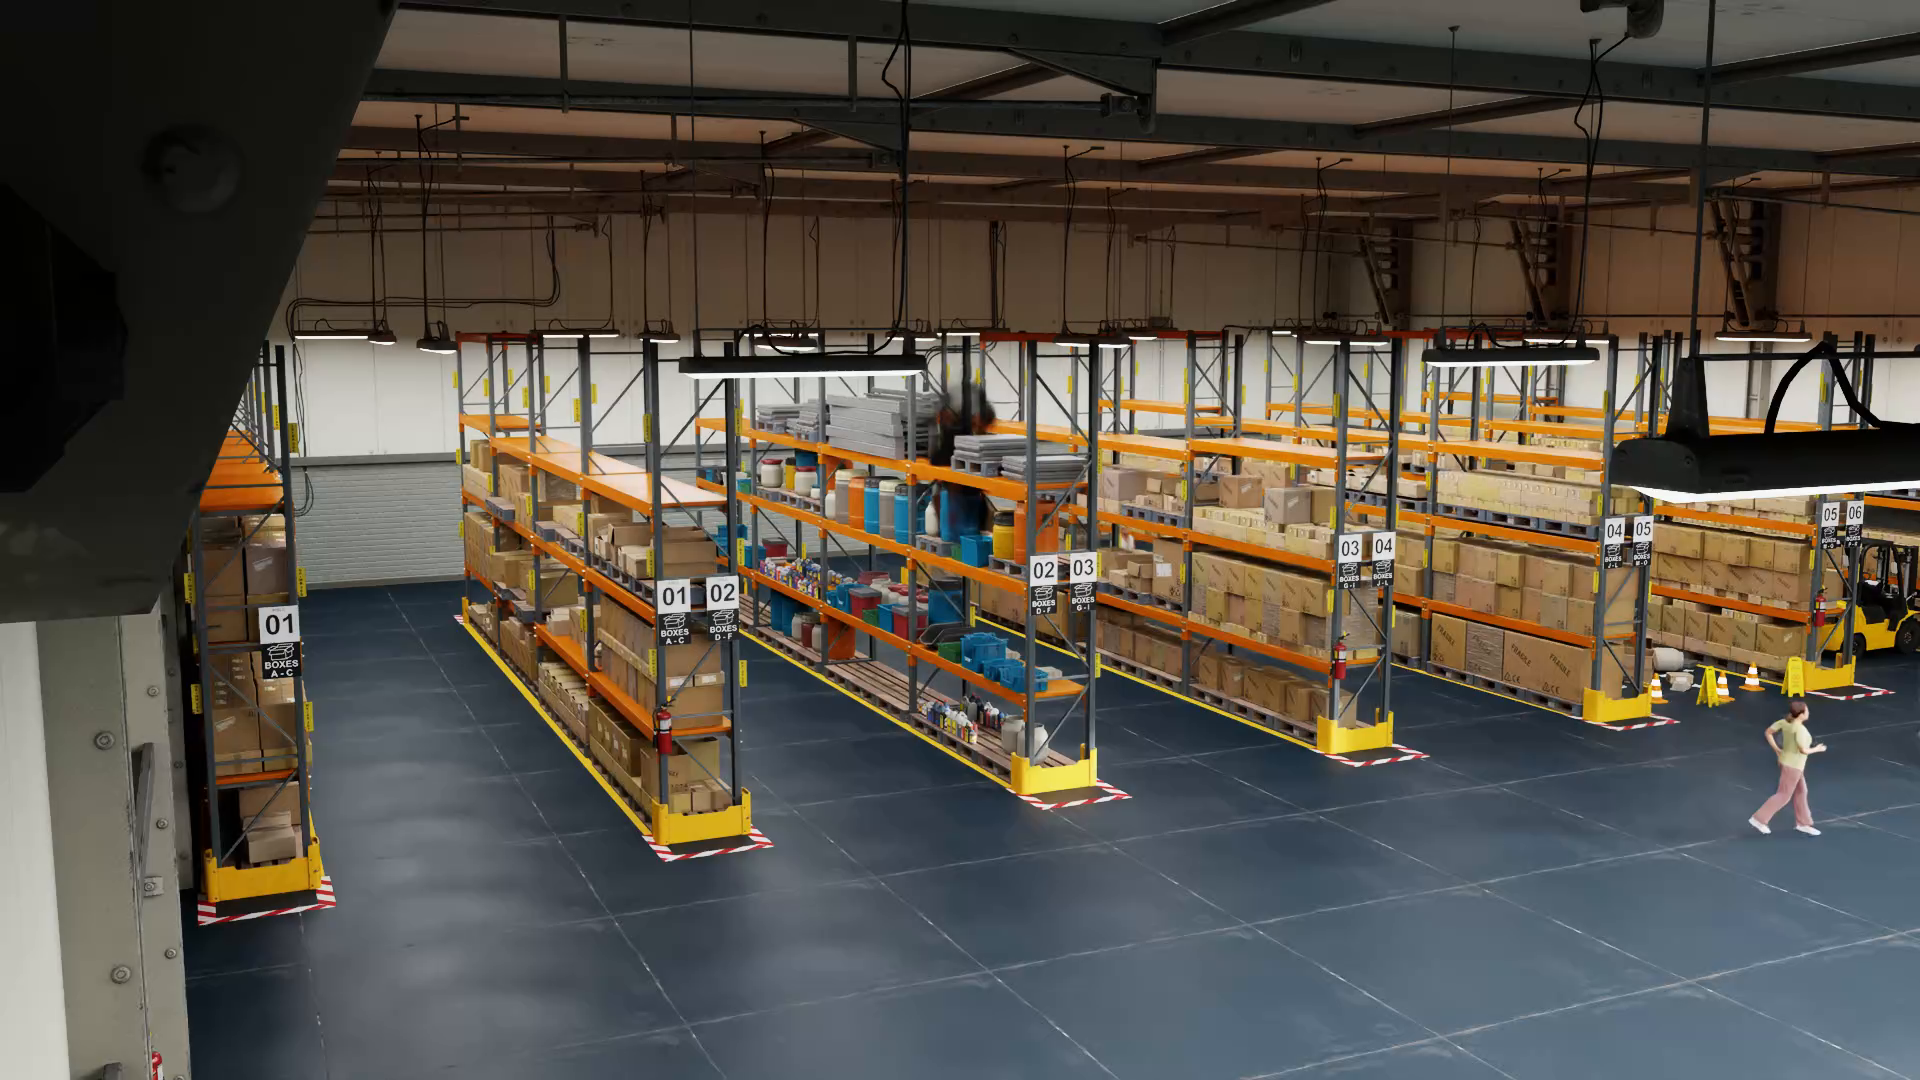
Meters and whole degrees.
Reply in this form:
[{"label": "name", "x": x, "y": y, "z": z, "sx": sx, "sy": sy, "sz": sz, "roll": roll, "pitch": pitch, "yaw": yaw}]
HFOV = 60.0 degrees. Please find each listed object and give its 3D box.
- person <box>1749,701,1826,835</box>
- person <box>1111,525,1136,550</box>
[{"label": "person", "x": 10.063, "y": 2.782, "z": 20.184, "sx": 0.927, "sy": 1.682, "sz": 0.540, "roll": 0, "pitch": 8, "yaw": 2}, {"label": "person", "x": 3.623, "y": 0.499, "z": 36.869, "sx": 0.664, "sy": 1.780, "sz": 0.873, "roll": -3, "pitch": 8, "yaw": -22}]
